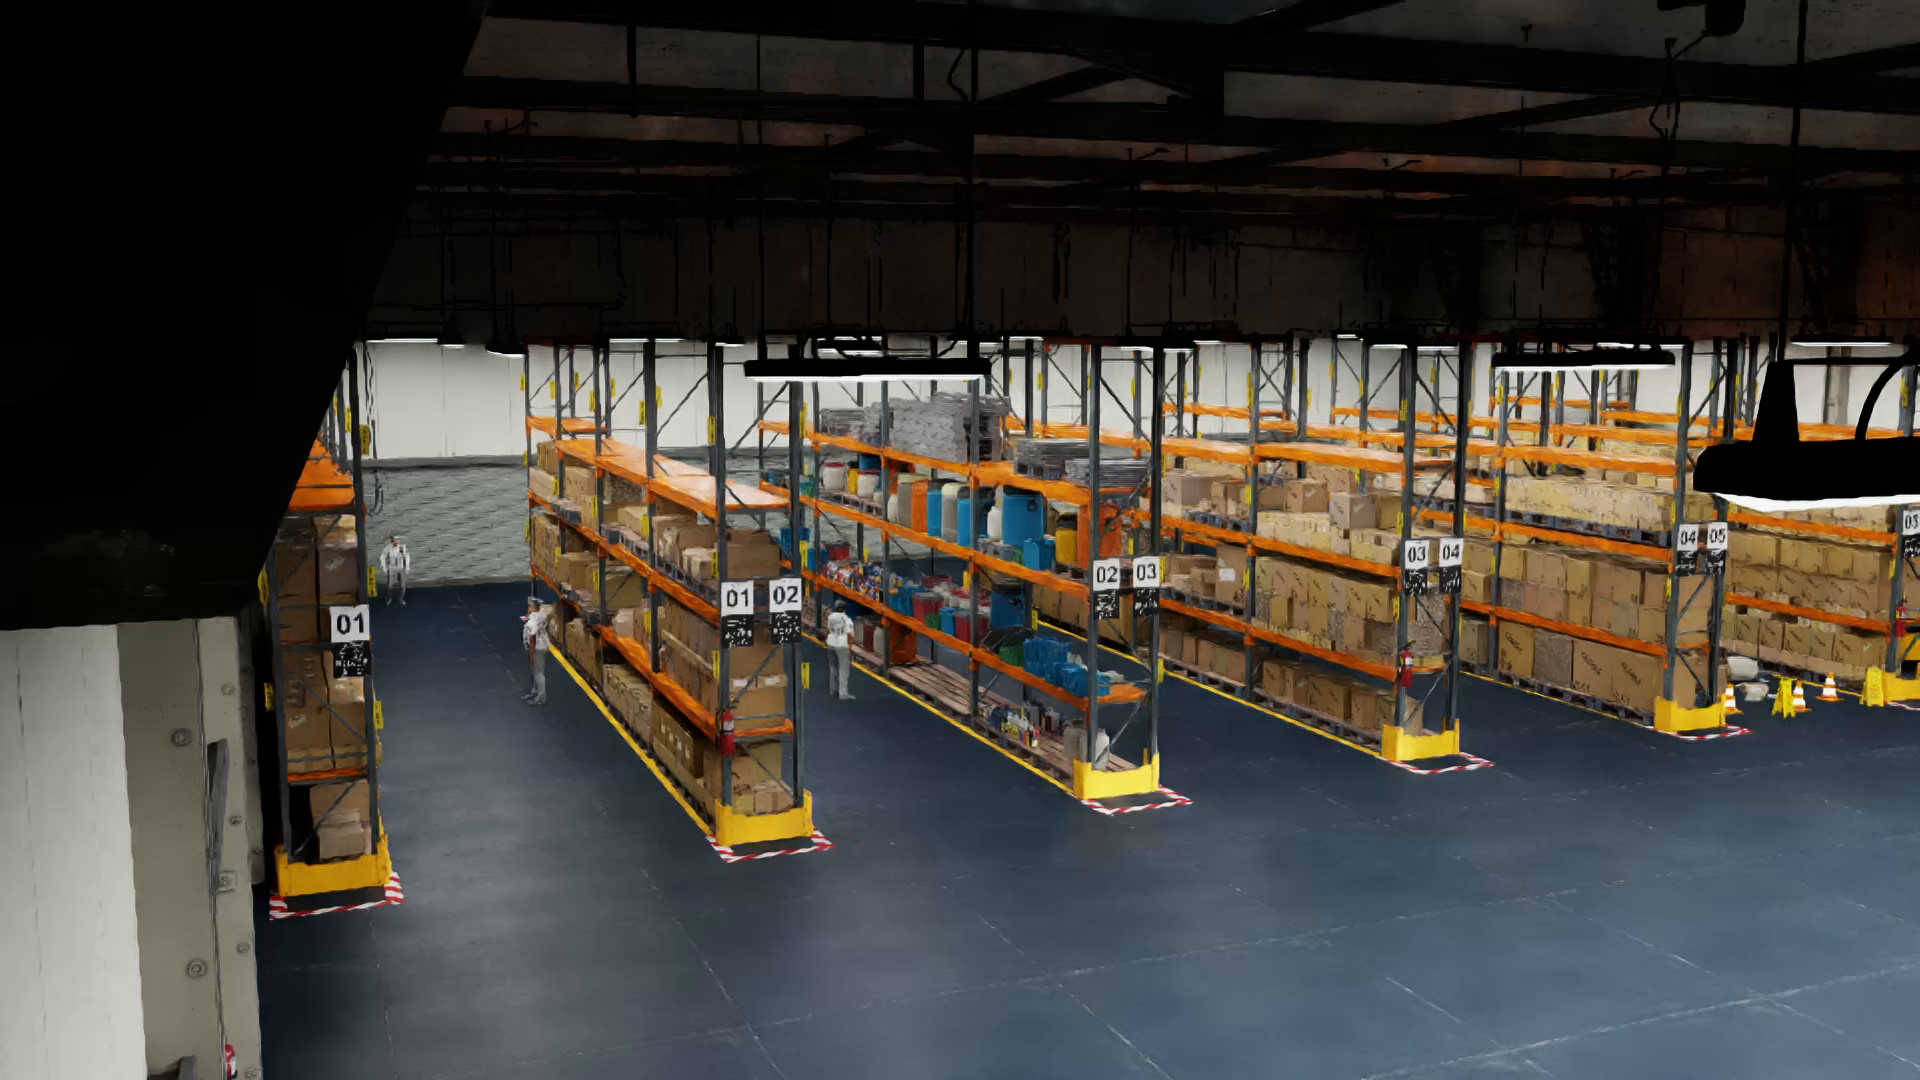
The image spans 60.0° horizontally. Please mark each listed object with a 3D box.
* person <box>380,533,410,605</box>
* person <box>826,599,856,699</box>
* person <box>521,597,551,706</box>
[{"bbox_3d":[-12.489,0.643,36.808,0.639,1.628,0.506,-3,8,-24],"label":"person"},{"bbox_3d":[-1.989,1.804,27.824,0.526,1.666,0.443,6,9,36],"label":"person"},{"bbox_3d":[-7.024,1.815,27.406,0.501,1.758,0.588,1,8,7],"label":"person"}]
